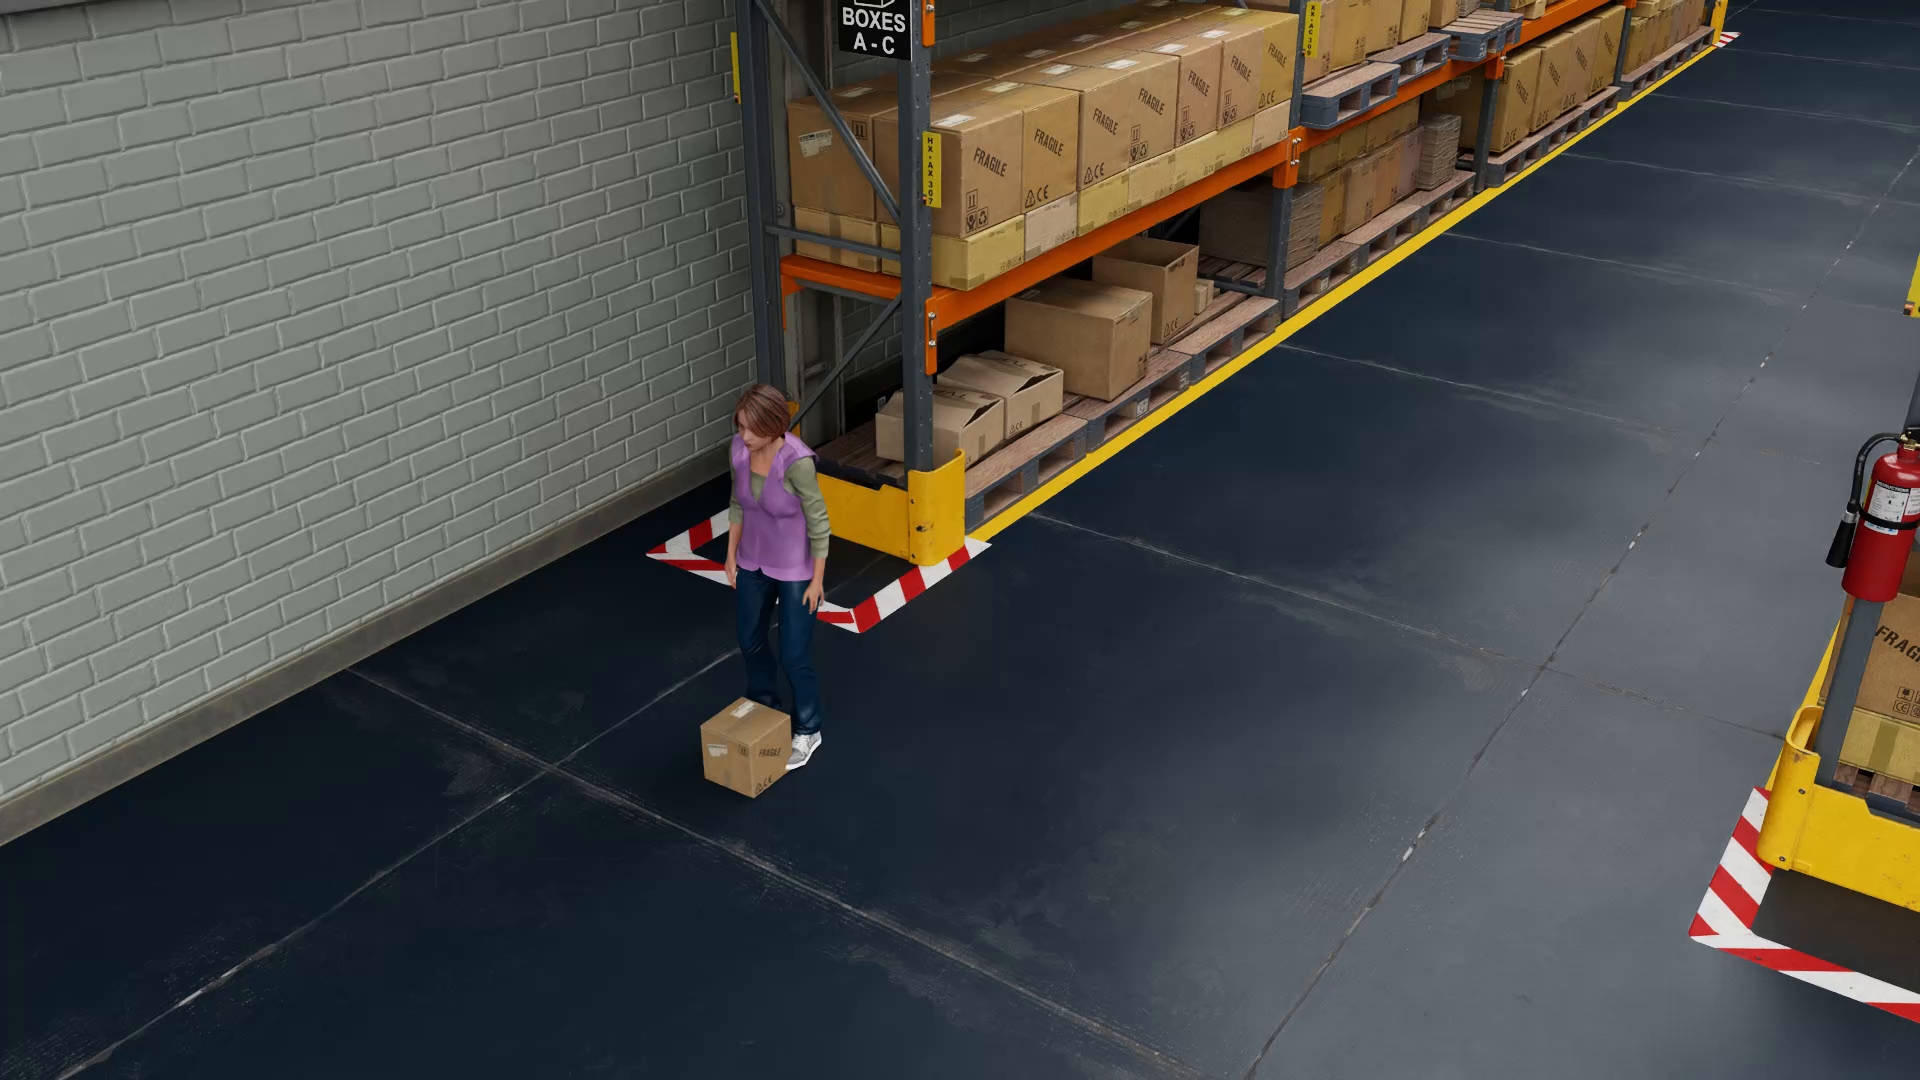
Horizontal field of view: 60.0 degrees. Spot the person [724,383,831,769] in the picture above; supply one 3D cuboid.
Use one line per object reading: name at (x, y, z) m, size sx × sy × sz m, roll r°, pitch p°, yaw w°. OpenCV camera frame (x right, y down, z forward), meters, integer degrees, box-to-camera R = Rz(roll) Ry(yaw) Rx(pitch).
person at (-0.708, 0.124, 6.393) m, size 0.472 × 1.590 × 0.347 m, roll 16°, pitch 31°, yaw 28°
